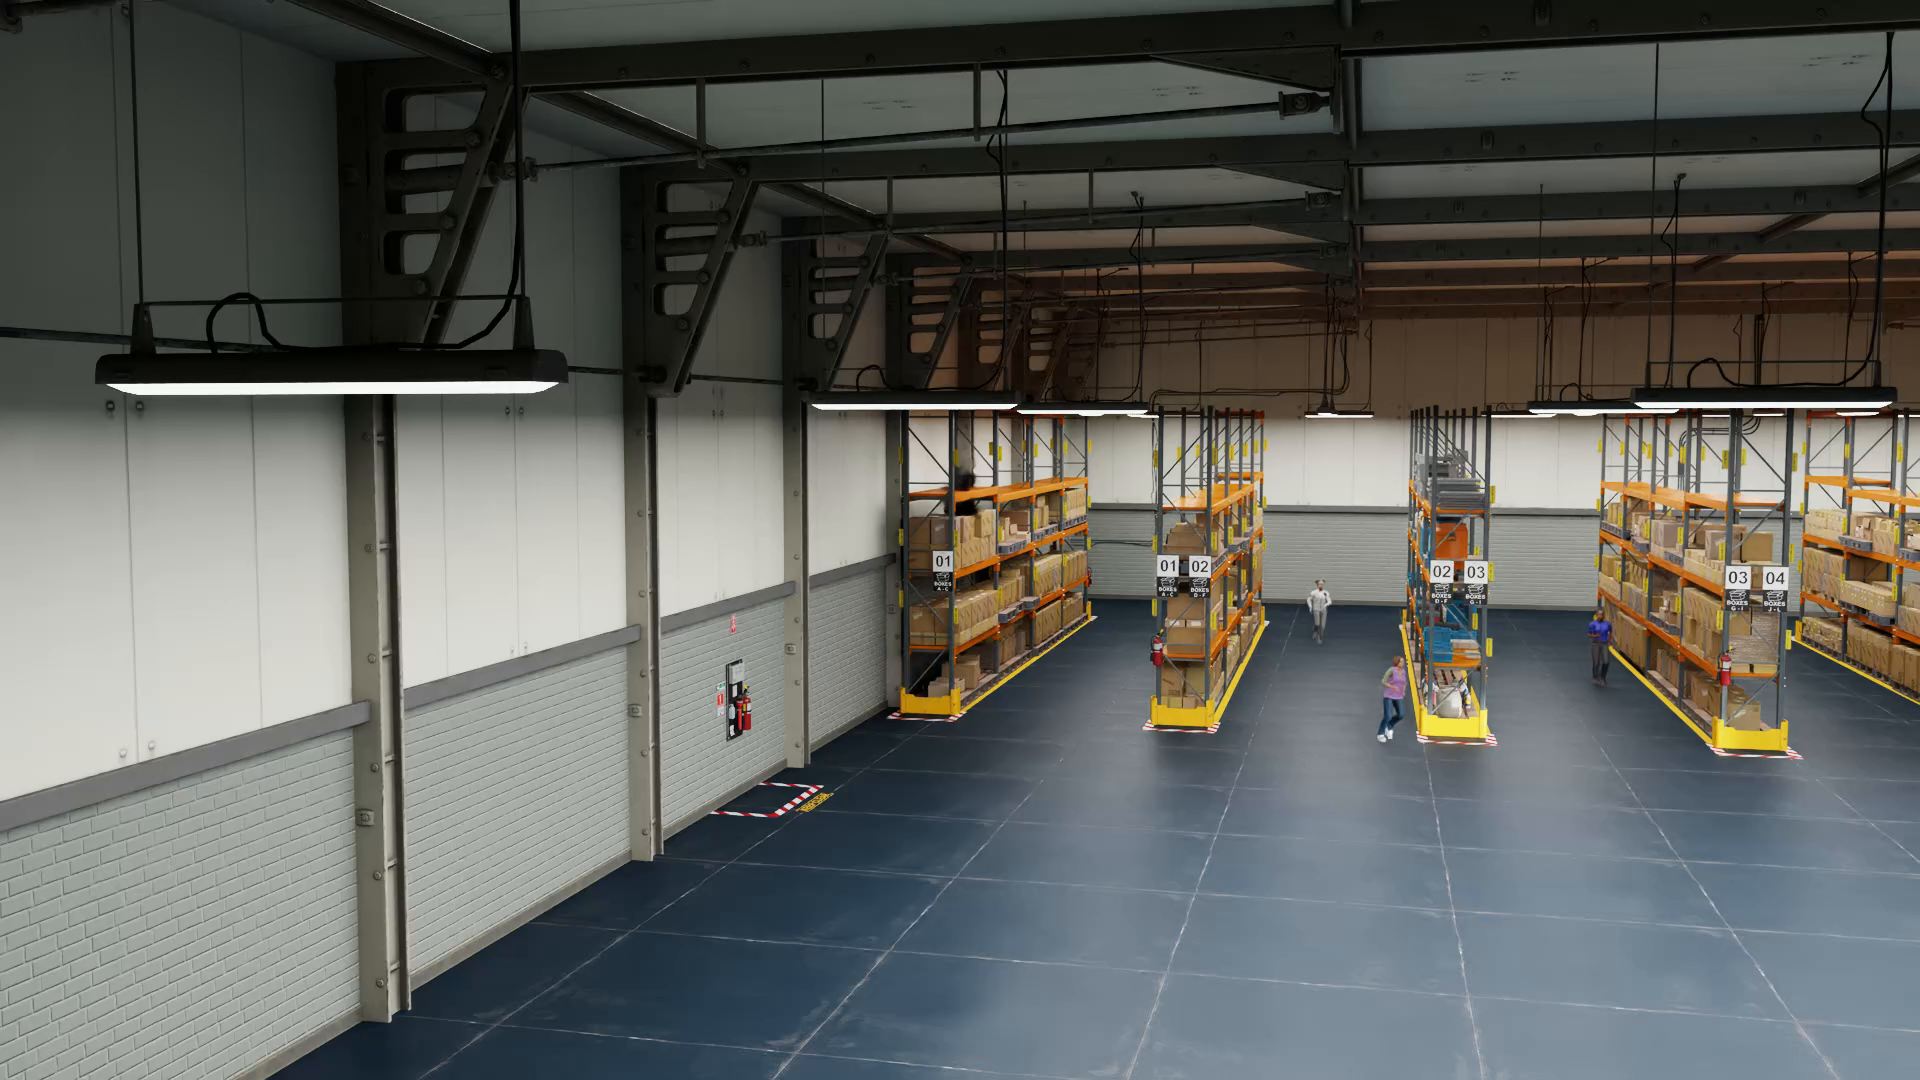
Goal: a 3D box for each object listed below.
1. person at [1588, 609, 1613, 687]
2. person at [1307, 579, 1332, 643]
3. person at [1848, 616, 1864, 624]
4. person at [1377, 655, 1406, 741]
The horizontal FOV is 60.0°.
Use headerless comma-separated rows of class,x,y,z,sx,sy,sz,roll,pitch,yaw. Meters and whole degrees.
person,13.813,2.339,35.837,0.555,1.684,0.660,1,4,11
person,9.259,1.830,42.758,0.605,1.659,0.535,0,4,1
person,23.595,1.709,44.035,0.729,1.700,0.707,-1,4,-14
person,7.781,2.824,29.647,0.543,1.535,0.543,-1,4,-14
